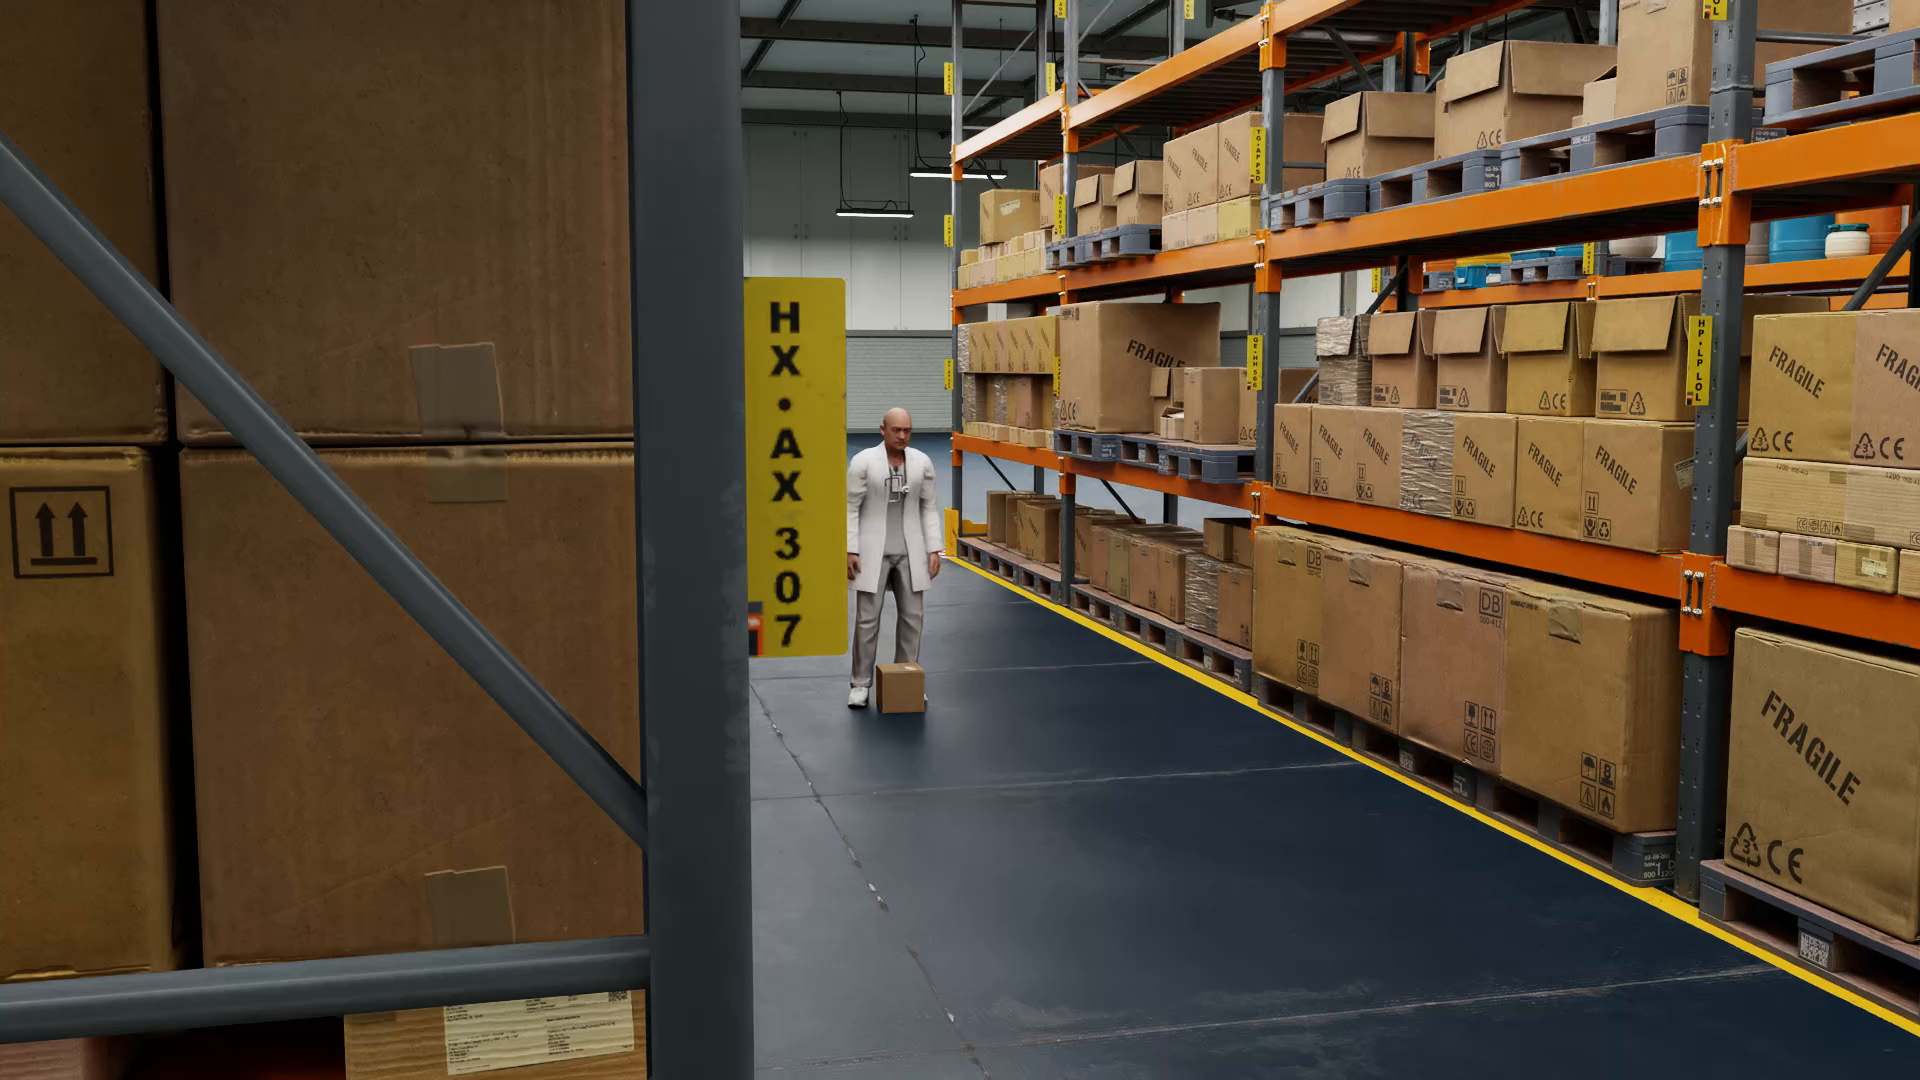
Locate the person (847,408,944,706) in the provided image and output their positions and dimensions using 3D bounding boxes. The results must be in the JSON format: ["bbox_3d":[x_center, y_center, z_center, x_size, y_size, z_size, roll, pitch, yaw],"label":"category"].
[{"bbox_3d":[-0.407,0.093,10.003,0.652,1.773,0.427,-2,6,-17],"label":"person"}]
